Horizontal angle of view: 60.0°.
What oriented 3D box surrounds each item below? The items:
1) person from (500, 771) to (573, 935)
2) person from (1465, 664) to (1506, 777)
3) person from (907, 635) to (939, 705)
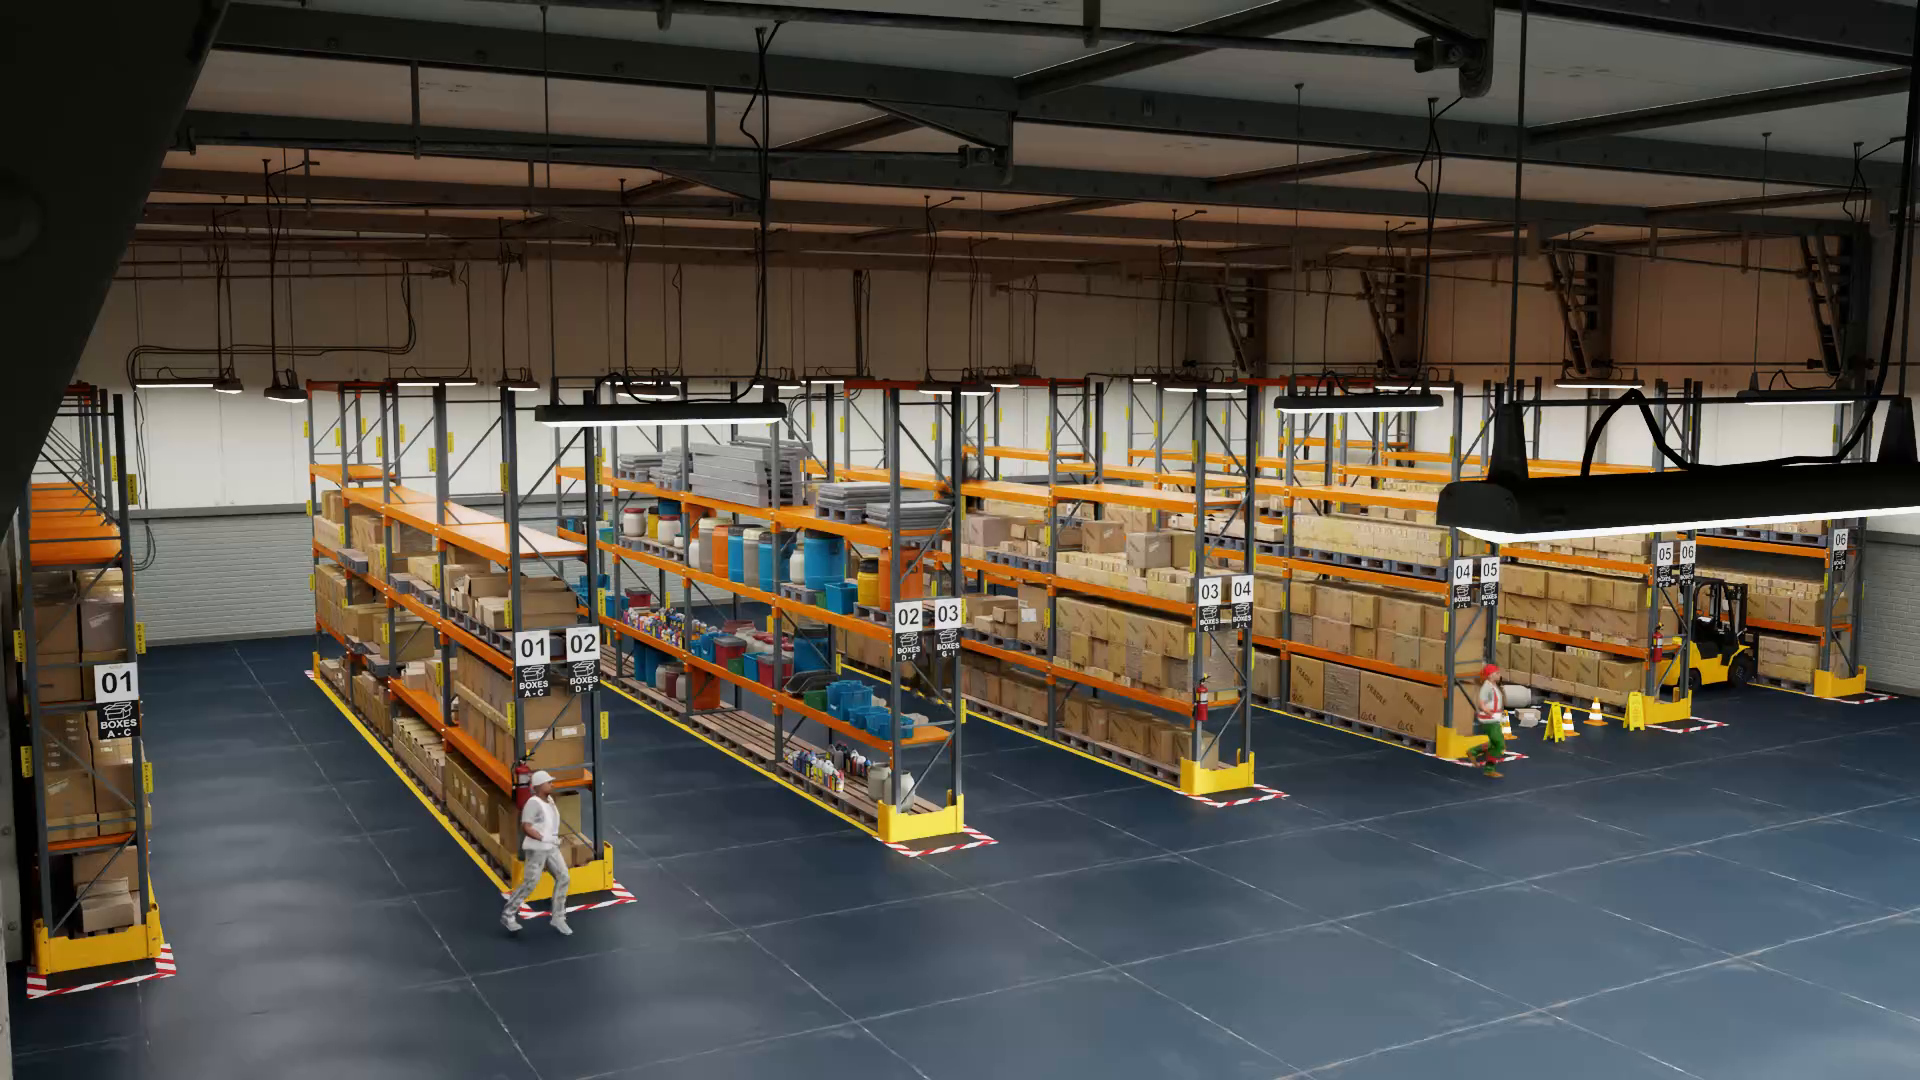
[{"bbox_3d":[-4.673,3.482,18.610,0.805,1.804,0.742,1,6,12],"label":"person"},{"bbox_3d":[8.073,2.755,25.497,0.625,1.730,0.687,3,7,27],"label":"person"},{"bbox_3d":[-0.633,2.010,29.779,0.710,1.794,0.858,-4,7,-34],"label":"person"}]
